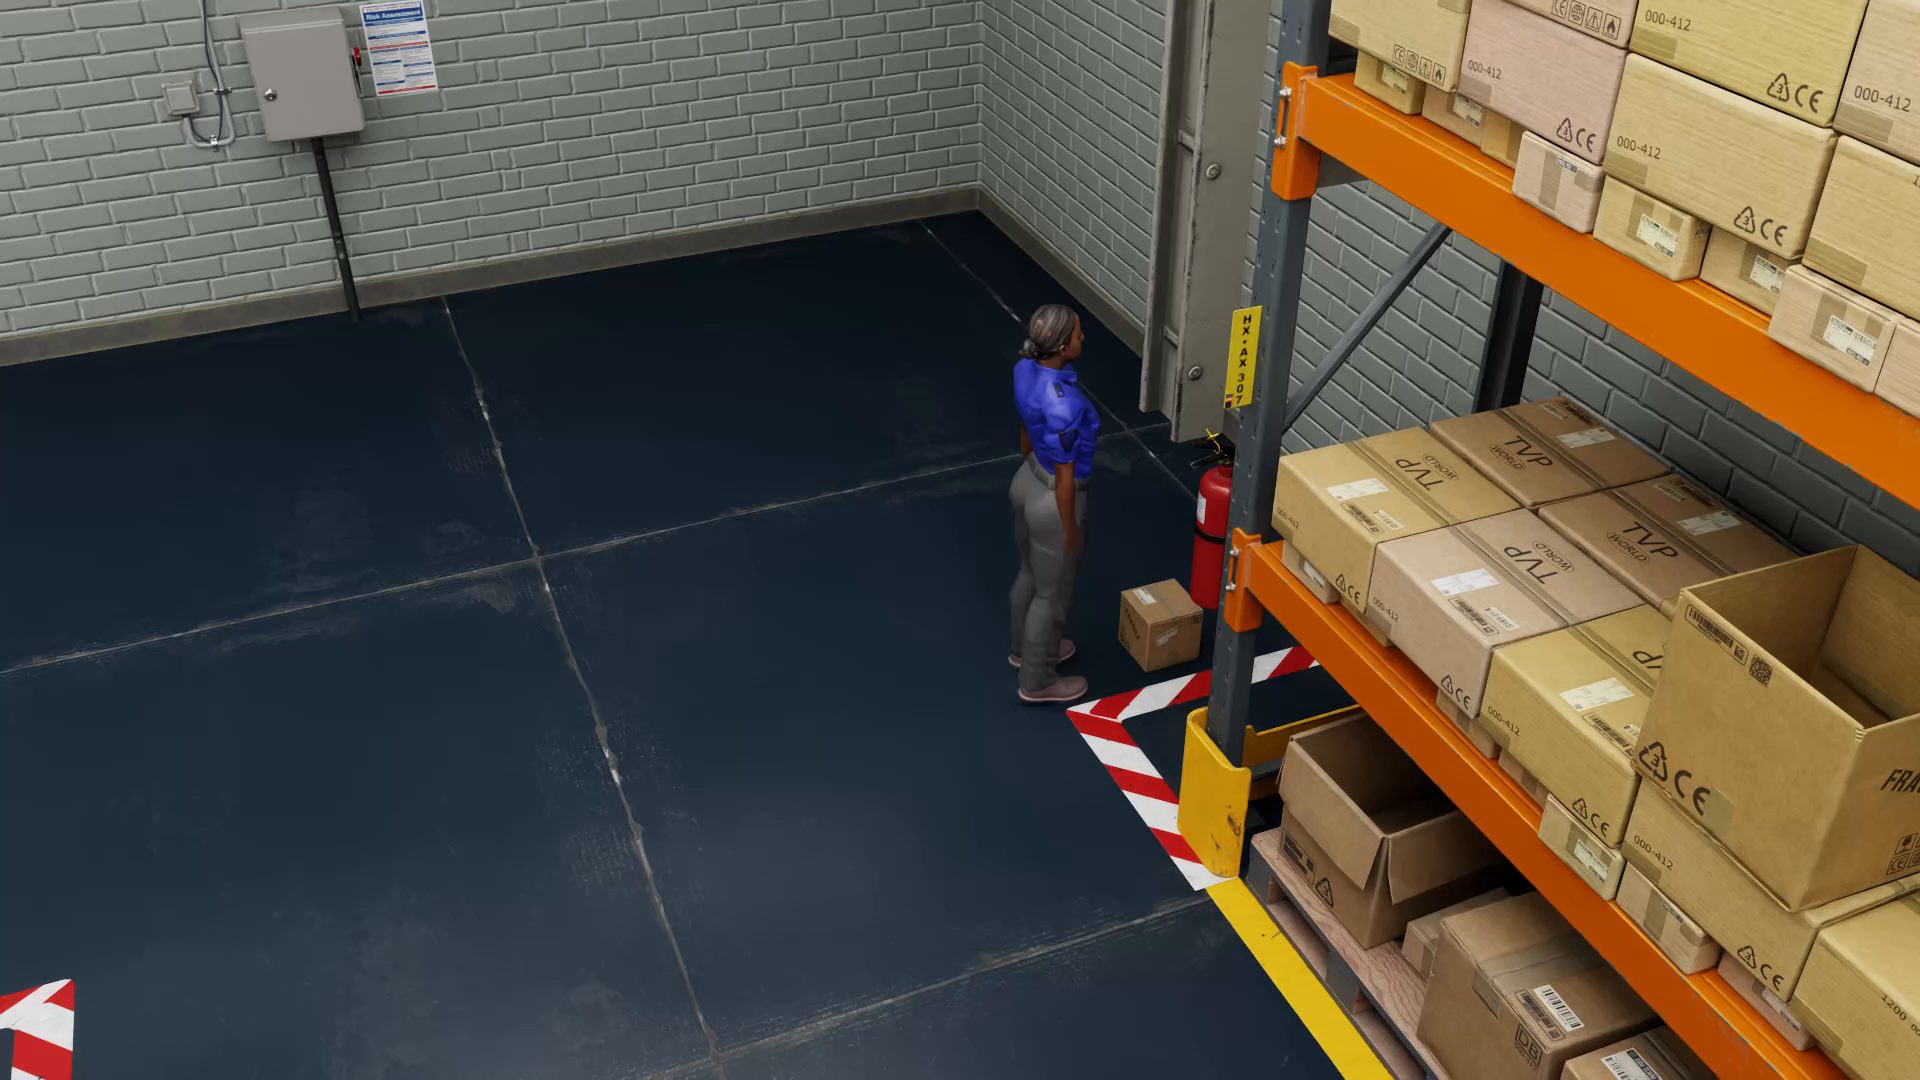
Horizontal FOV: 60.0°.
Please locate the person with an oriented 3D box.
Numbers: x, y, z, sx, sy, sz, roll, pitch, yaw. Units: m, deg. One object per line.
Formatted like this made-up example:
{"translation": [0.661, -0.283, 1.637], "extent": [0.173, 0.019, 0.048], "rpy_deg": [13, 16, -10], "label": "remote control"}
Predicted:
{"translation": [0.348, -0.145, 6.366], "extent": [0.338, 1.662, 0.443], "rpy_deg": [-11, 35, -16], "label": "person"}
